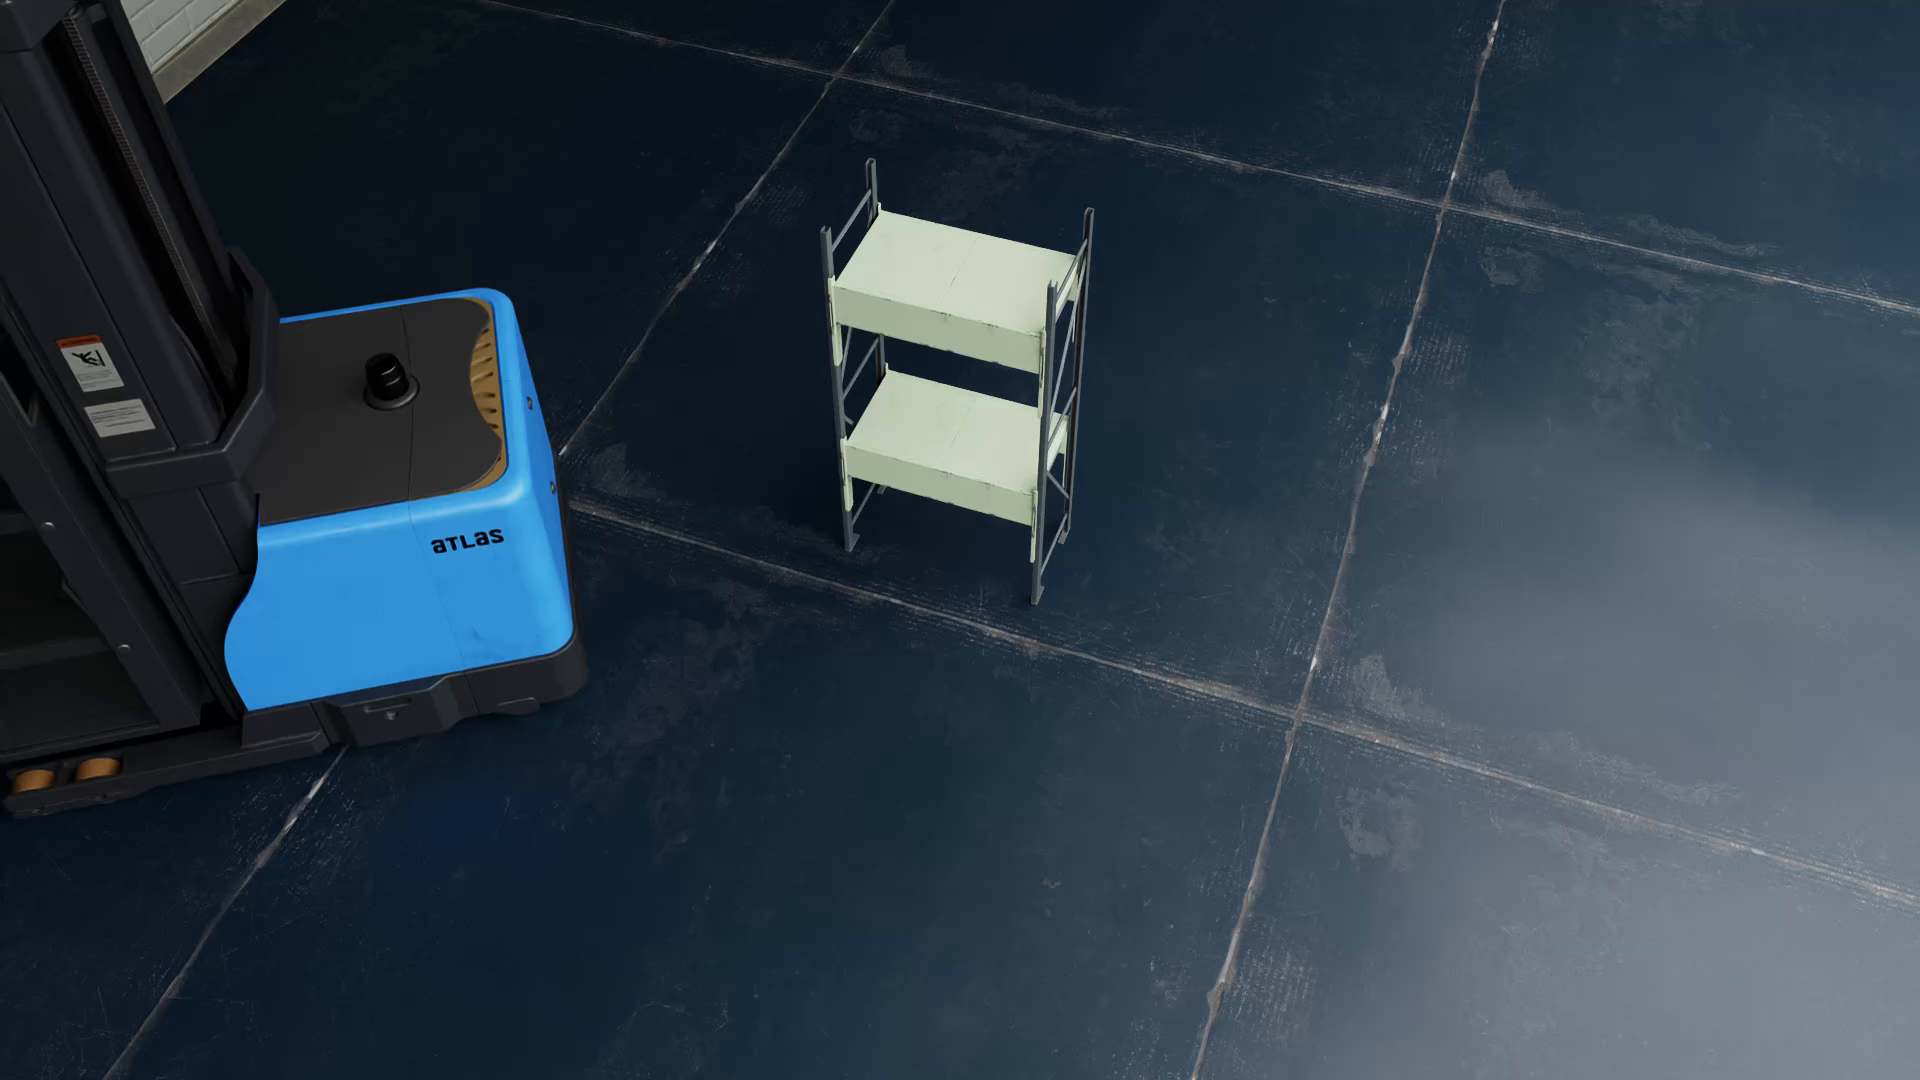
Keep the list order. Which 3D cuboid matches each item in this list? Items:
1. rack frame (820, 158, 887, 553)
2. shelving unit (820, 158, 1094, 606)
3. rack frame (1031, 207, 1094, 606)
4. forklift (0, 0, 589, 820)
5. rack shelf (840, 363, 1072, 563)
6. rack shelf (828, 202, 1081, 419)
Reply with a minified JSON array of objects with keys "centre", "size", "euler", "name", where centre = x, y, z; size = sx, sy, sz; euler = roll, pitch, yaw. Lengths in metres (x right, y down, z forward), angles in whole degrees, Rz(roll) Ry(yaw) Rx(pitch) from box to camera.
[{"centre":[-0.350,-0.589,5.768],"size":[0.023,1.500,0.400],"euler":[16,51,13],"name":"rack frame"},{"centre":[-0.006,-0.493,5.685],"size":[0.755,1.500,0.431],"euler":[16,51,13],"name":"shelving unit"},{"centre":[0.337,-0.397,5.602],"size":[0.023,1.500,0.400],"euler":[16,51,13],"name":"rack frame"},{"centre":[-2.857,-0.497,4.741],"size":[3.031,2.935,1.130],"euler":[-11,50,-9],"name":"forklift"},{"centre":[-0.006,-0.279,5.931],"size":[0.720,0.370,0.431],"euler":[16,51,13],"name":"rack shelf"},{"centre":[-0.006,-0.749,5.390],"size":[0.720,0.370,0.431],"euler":[16,51,13],"name":"rack shelf"}]
